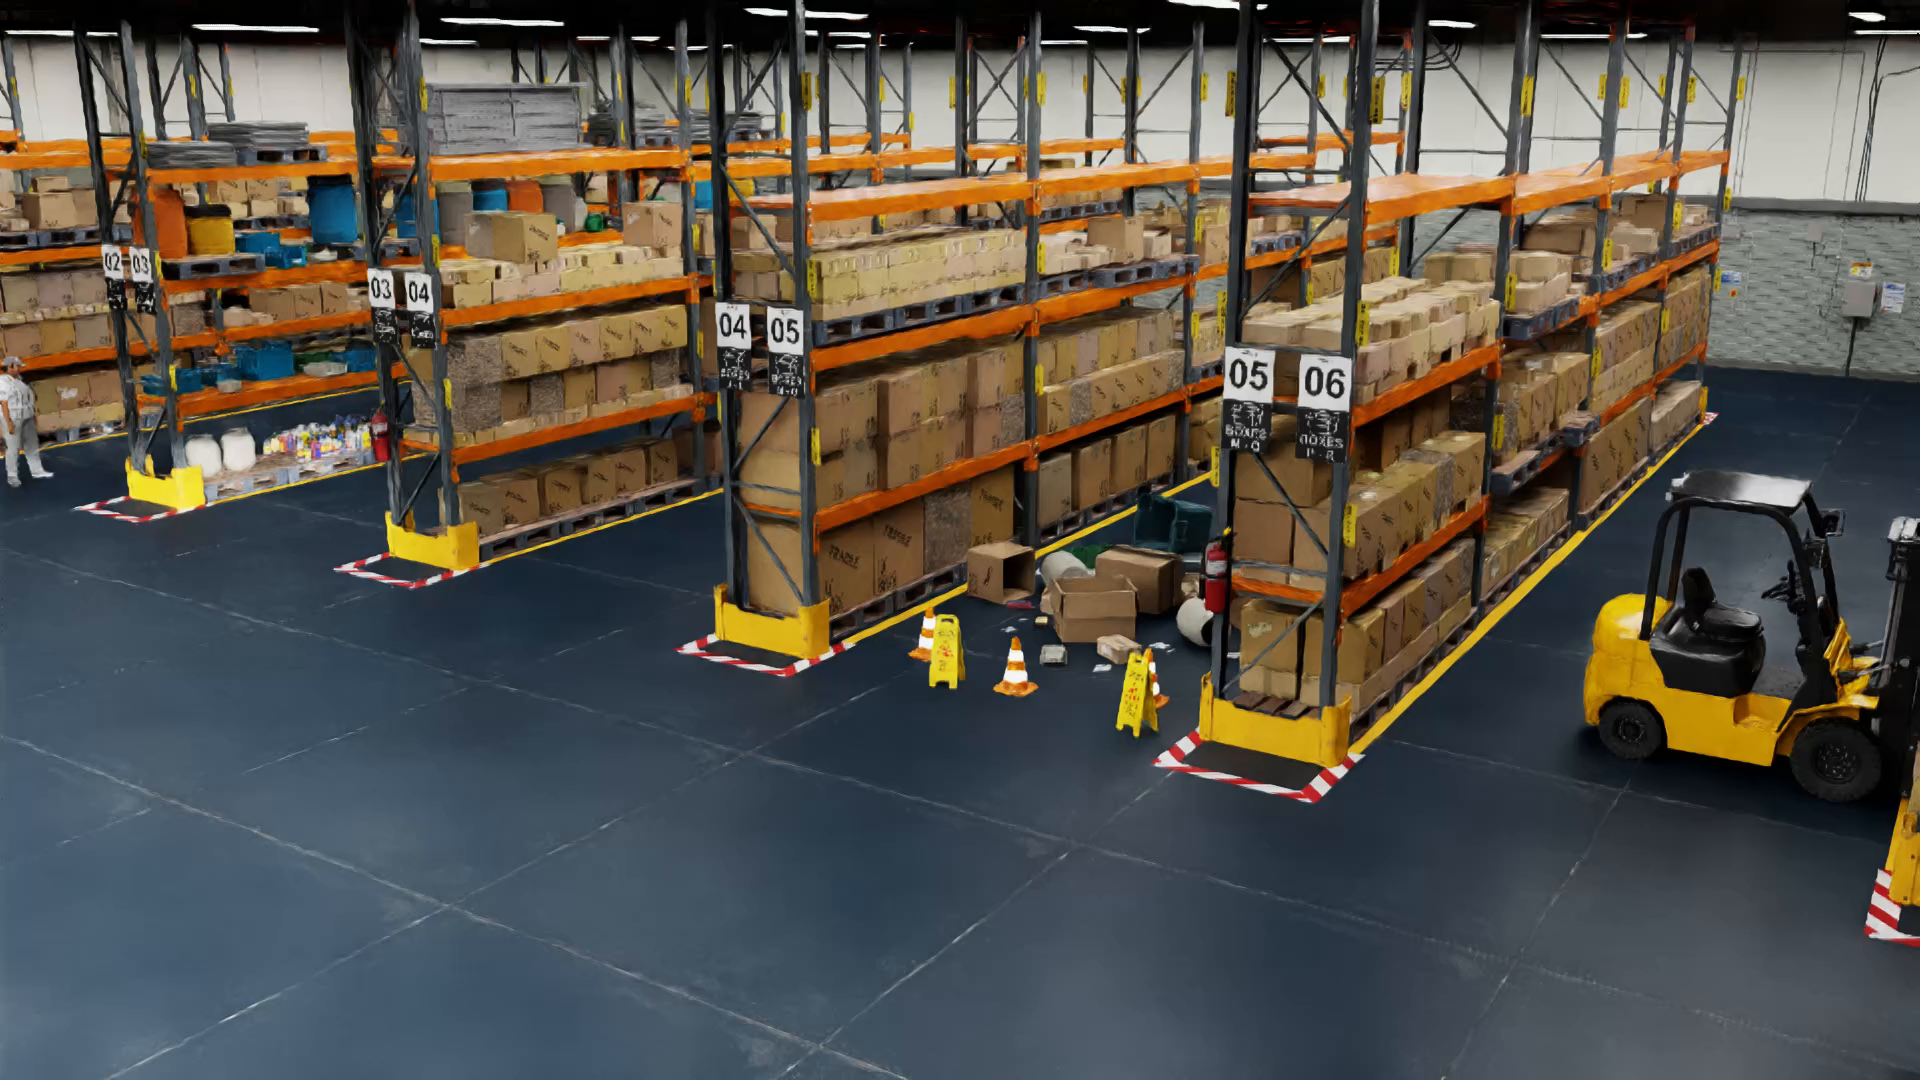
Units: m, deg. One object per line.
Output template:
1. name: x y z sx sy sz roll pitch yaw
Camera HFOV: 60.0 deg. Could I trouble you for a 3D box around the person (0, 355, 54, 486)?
1. person: -12.300 -1.582 21.758 0.463 1.673 0.579 1 16 3
